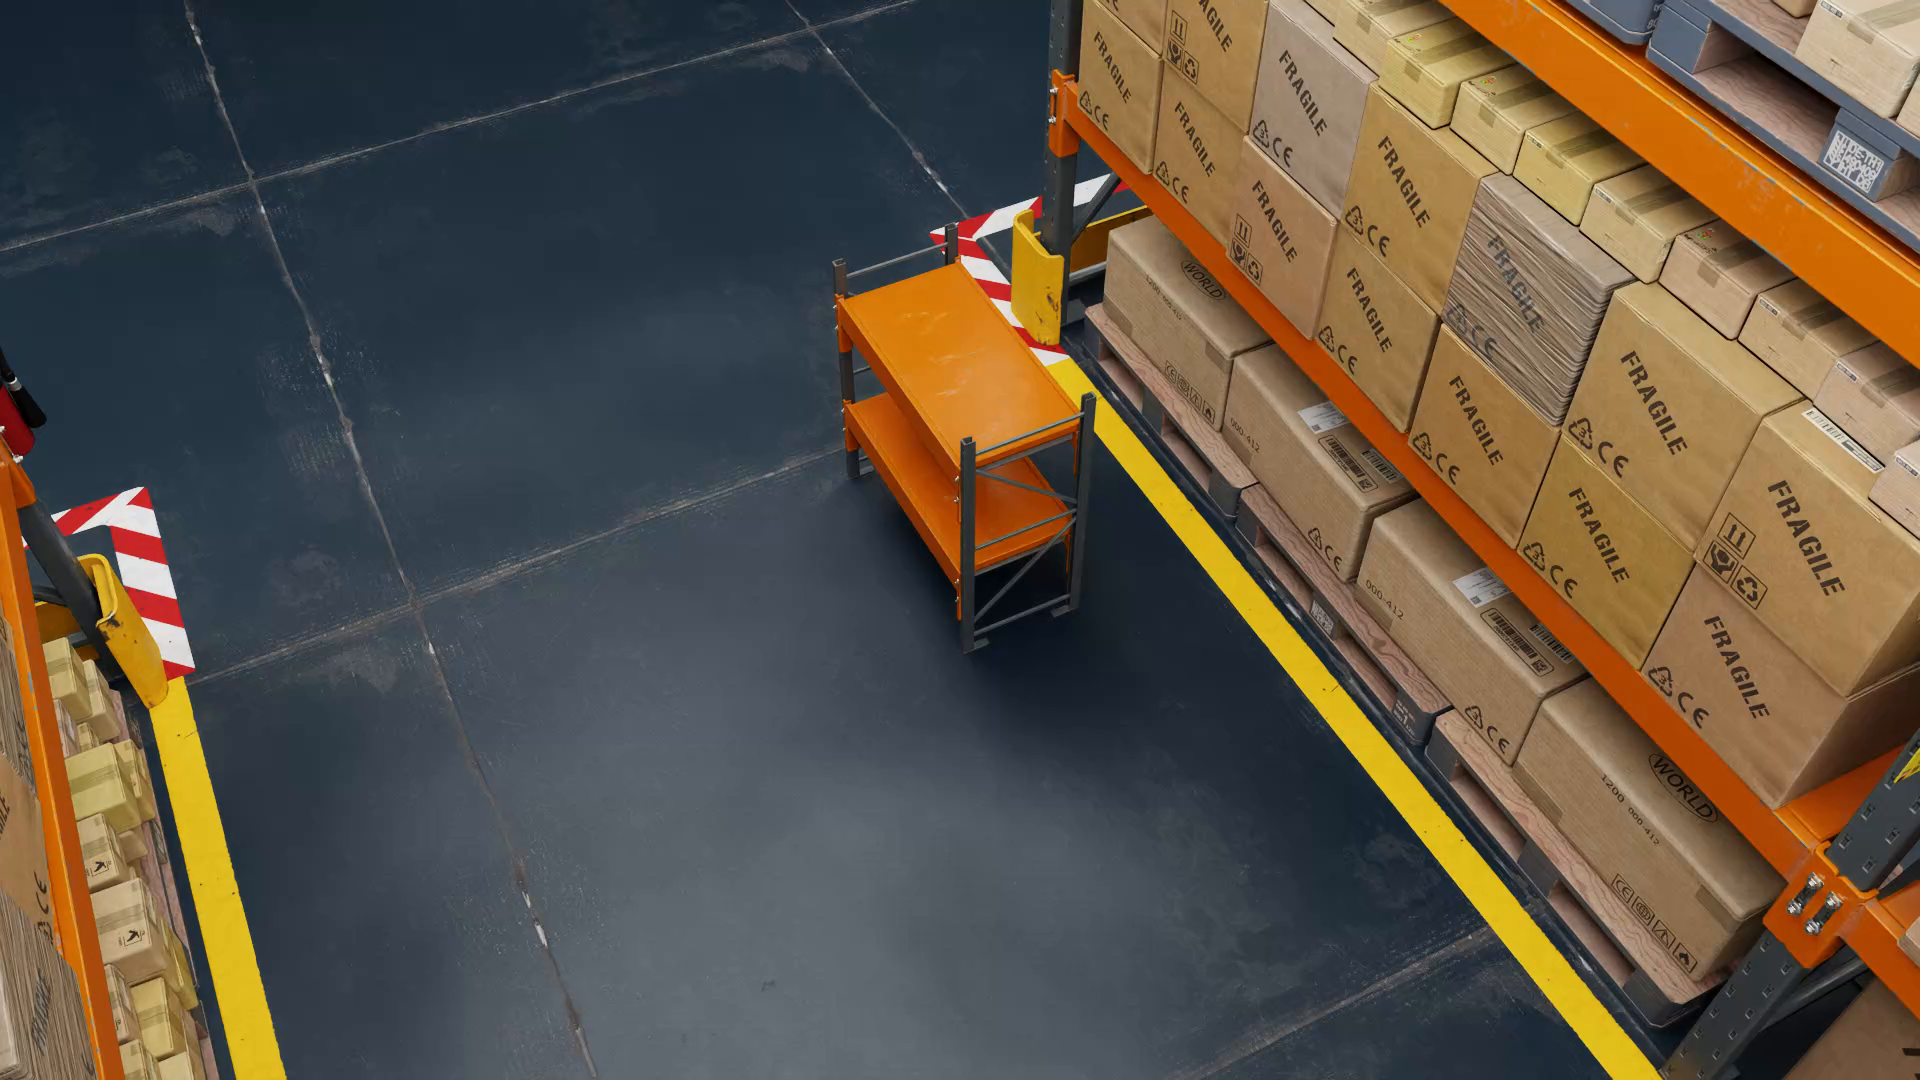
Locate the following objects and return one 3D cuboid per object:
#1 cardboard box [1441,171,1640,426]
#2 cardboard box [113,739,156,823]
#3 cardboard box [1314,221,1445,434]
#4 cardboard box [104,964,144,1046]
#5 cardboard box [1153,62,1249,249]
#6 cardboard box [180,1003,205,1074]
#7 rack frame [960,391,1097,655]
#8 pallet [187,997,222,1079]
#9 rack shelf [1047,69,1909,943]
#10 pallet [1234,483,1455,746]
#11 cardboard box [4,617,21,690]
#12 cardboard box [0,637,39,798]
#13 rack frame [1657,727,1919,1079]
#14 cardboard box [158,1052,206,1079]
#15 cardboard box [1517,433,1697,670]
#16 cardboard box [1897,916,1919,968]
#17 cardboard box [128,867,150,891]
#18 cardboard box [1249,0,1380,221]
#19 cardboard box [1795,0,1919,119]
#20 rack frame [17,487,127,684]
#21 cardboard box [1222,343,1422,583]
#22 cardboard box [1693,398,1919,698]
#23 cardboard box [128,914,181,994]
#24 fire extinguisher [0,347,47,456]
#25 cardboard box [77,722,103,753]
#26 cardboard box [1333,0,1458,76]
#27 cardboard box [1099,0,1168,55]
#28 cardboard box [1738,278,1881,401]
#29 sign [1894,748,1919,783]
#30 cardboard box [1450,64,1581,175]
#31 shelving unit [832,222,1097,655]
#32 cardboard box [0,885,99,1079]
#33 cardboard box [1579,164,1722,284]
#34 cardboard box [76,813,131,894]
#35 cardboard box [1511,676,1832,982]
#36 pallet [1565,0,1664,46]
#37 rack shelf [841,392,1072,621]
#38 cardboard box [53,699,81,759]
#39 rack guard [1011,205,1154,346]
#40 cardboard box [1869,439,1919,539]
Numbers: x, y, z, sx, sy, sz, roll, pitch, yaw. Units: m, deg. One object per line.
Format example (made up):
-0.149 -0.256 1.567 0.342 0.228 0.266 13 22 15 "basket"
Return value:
1.720 -0.719 4.548 0.500 0.500 0.500 -21 52 -17 "cardboard box"
-2.904 0.858 5.515 0.380 0.149 0.250 -20 52 -16 "cardboard box"
1.499 -0.741 5.231 0.500 0.500 0.500 -20 52 -16 "cardboard box"
-2.518 1.399 4.646 0.380 0.149 0.250 -23 53 -19 "cardboard box"
1.038 -1.417 5.823 0.500 0.500 0.500 -22 52 -18 "cardboard box"
-2.455 1.564 4.897 0.380 0.149 0.250 -20 52 -17 "cardboard box"
0.230 -0.035 5.926 0.500 1.125 0.032 -21 52 -18 "rack frame"
-2.608 1.980 4.771 1.003 0.211 1.213 -21 52 -18 "pallet"
1.733 -0.558 5.616 1.077 0.370 4.000 -21 52 -18 "rack shelf"
1.807 0.109 6.407 1.003 0.211 1.213 -21 52 -18 "pallet"
-2.791 0.348 4.513 0.380 0.149 0.250 -20 52 -17 "cardboard box"
-2.632 0.403 4.033 0.500 0.500 0.500 -21 52 -17 "cardboard box"
2.648 0.544 4.174 1.000 3.000 0.127 -21 52 -18 "rack frame"
-2.303 1.639 4.634 0.380 0.149 0.250 -21 52 -17 "cardboard box"
1.968 -0.054 4.630 0.500 0.500 0.500 -22 52 -18 "cardboard box"
2.614 0.979 3.893 0.500 0.250 0.500 -22 52 -18 "cardboard box"
-2.735 1.225 5.194 0.380 0.149 0.250 -21 52 -17 "cardboard box"
1.269 -1.391 5.135 0.500 0.500 0.500 -22 52 -18 "cardboard box"
1.950 -1.026 3.376 0.380 0.149 0.250 -20 52 -17 "cardboard box"
-3.538 -0.360 4.965 1.000 3.000 0.127 -21 52 -18 "rack frame"
1.635 -0.411 6.432 0.875 0.438 0.875 -20 52 -17 "cardboard box"
2.186 -0.039 3.953 0.500 0.500 0.500 -22 52 -18 "cardboard box"
-2.555 1.286 4.942 0.380 0.149 0.250 -20 52 -17 "cardboard box"
-3.243 -0.540 5.421 0.296 0.674 0.183 -21 52 -18 "fire extinguisher"
-2.971 0.790 5.376 0.380 0.149 0.250 -22 52 -18 "cardboard box"
1.314 -1.502 4.802 0.380 0.149 0.250 -21 52 -17 "cardboard box"
0.784 -2.076 5.735 0.500 0.500 0.500 -22 52 -18 "cardboard box"
2.094 -0.512 3.936 0.380 0.149 0.250 -21 52 -17 "cardboard box"
2.155 0.425 3.650 0.100 0.325 0.005 -21 52 -18 "sign"
1.569 -1.165 4.507 0.380 0.149 0.250 -21 52 -18 "cardboard box"
-0.003 -0.375 6.223 0.538 1.125 1.048 -21 52 -18 "shelving unit"
-2.141 1.089 3.433 0.500 0.500 0.500 -22 52 -18 "cardboard box"
1.816 -0.831 4.215 0.380 0.149 0.250 -22 52 -18 "cardboard box"
-2.713 1.024 4.974 0.380 0.149 0.250 -23 53 -19 "cardboard box"
2.456 0.792 5.380 0.875 0.438 0.875 -22 52 -18 "cardboard box"
1.728 -1.781 4.274 1.003 0.211 1.213 -21 52 -18 "pallet"
-0.003 -0.214 6.407 0.538 0.278 1.000 -21 52 -18 "rack shelf"
-3.006 0.699 5.258 0.380 0.149 0.250 -20 52 -17 "cardboard box"
0.806 -1.326 7.470 1.175 0.500 0.348 -21 52 -18 "rack guard"
2.224 -0.128 3.600 0.380 0.149 0.250 -22 52 -18 "cardboard box"
